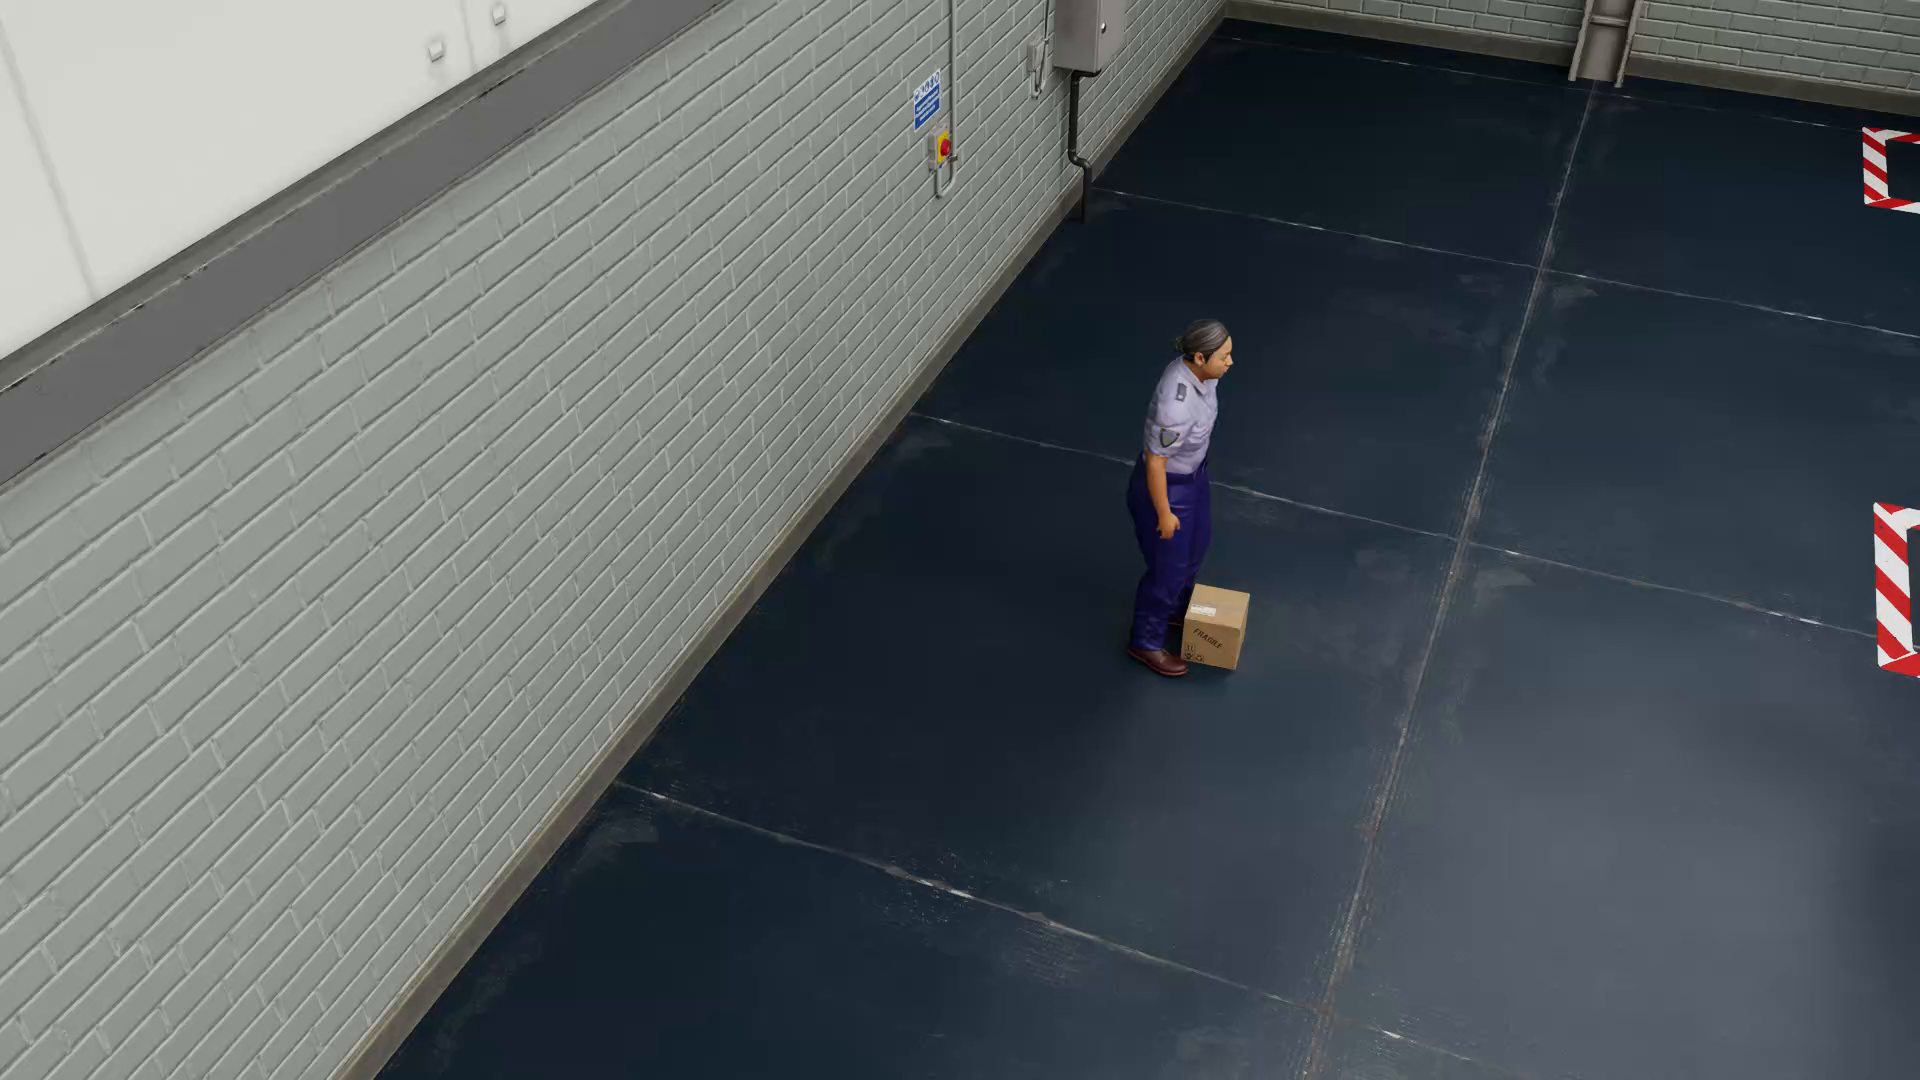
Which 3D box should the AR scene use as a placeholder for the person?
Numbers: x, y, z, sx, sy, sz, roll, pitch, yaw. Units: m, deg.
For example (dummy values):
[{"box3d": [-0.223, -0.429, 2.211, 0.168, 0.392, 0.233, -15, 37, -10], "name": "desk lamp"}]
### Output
[{"box3d": [0.942, -0.213, 7.101, 0.417, 1.651, 0.537, 14, 40, 18], "name": "person"}]
